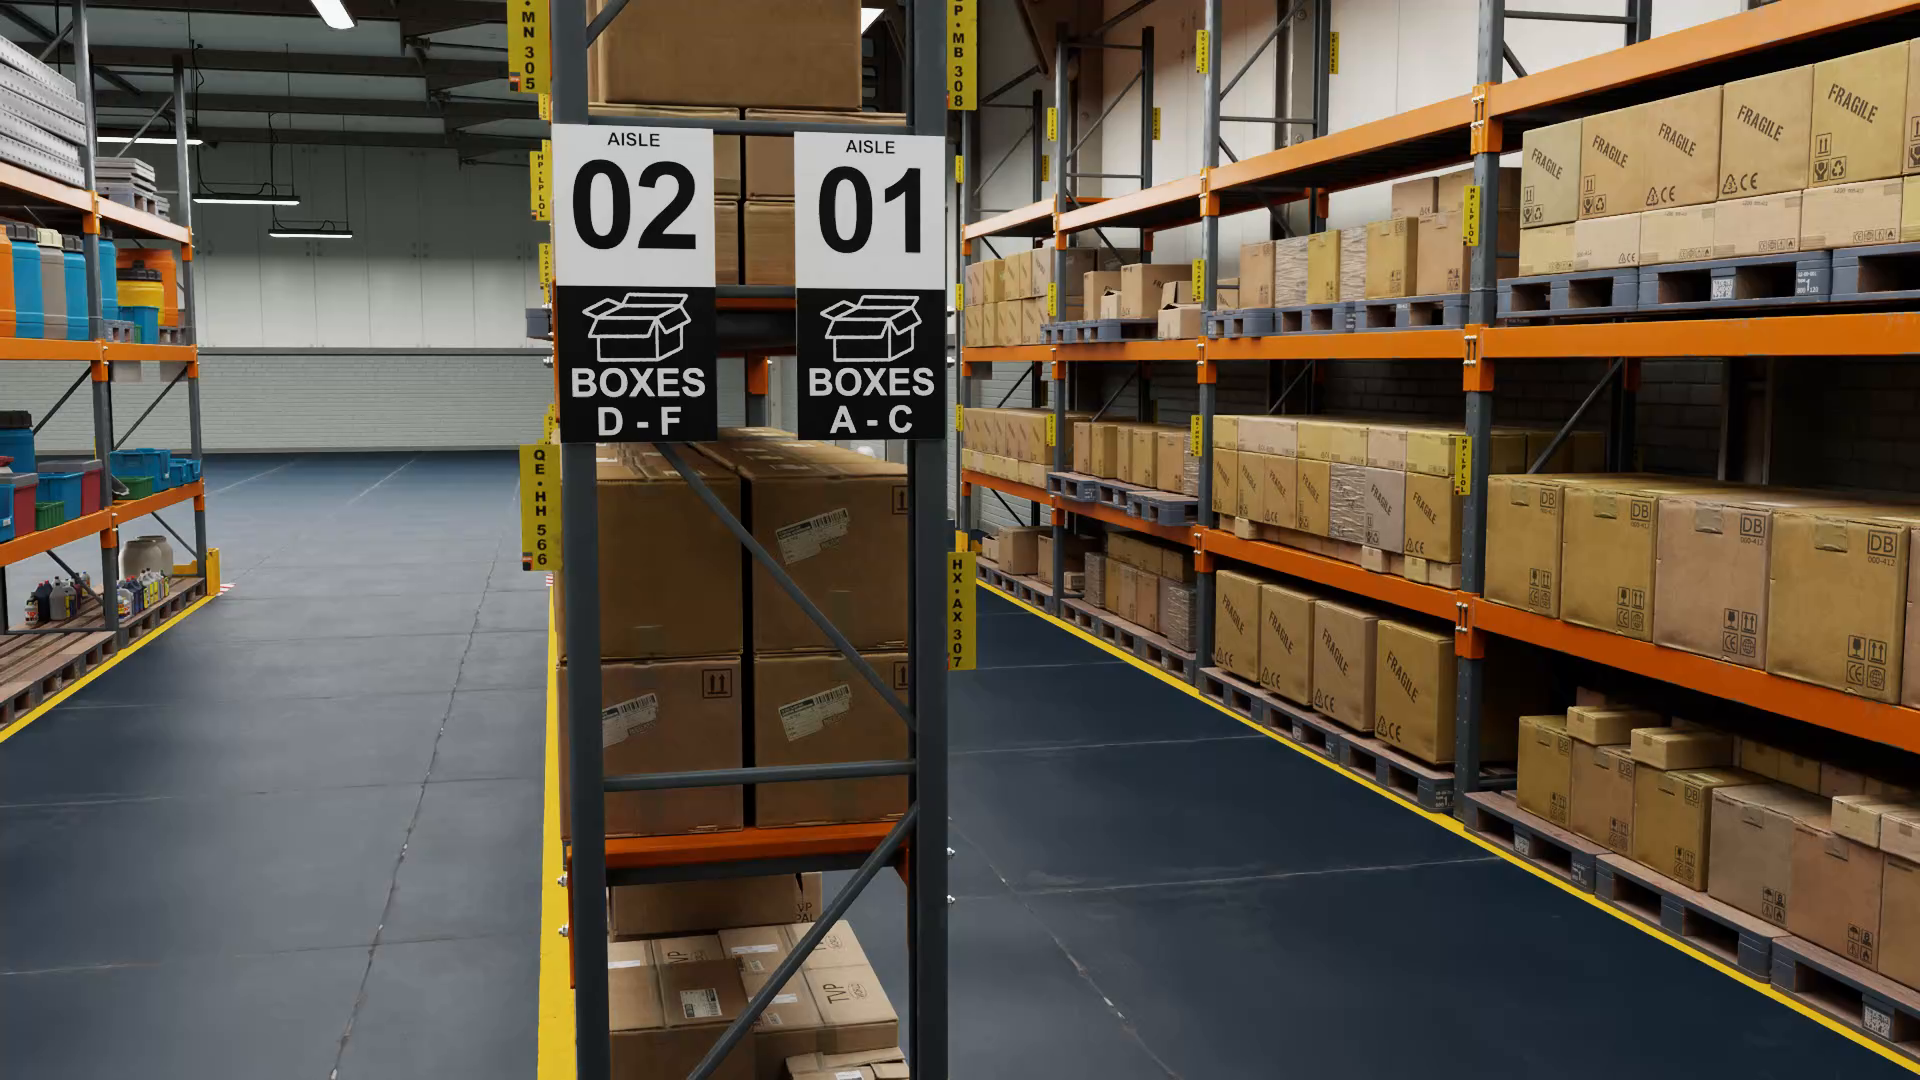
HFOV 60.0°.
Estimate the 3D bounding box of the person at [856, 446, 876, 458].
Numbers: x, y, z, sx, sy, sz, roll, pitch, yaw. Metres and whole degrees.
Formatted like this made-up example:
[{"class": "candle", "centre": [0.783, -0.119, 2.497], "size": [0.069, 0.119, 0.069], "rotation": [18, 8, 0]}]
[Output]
[{"class": "person", "centre": [-0.940, -0.080, 17.125], "size": [0.366, 1.777, 0.551], "rotation": [-1, 6, -13]}]
